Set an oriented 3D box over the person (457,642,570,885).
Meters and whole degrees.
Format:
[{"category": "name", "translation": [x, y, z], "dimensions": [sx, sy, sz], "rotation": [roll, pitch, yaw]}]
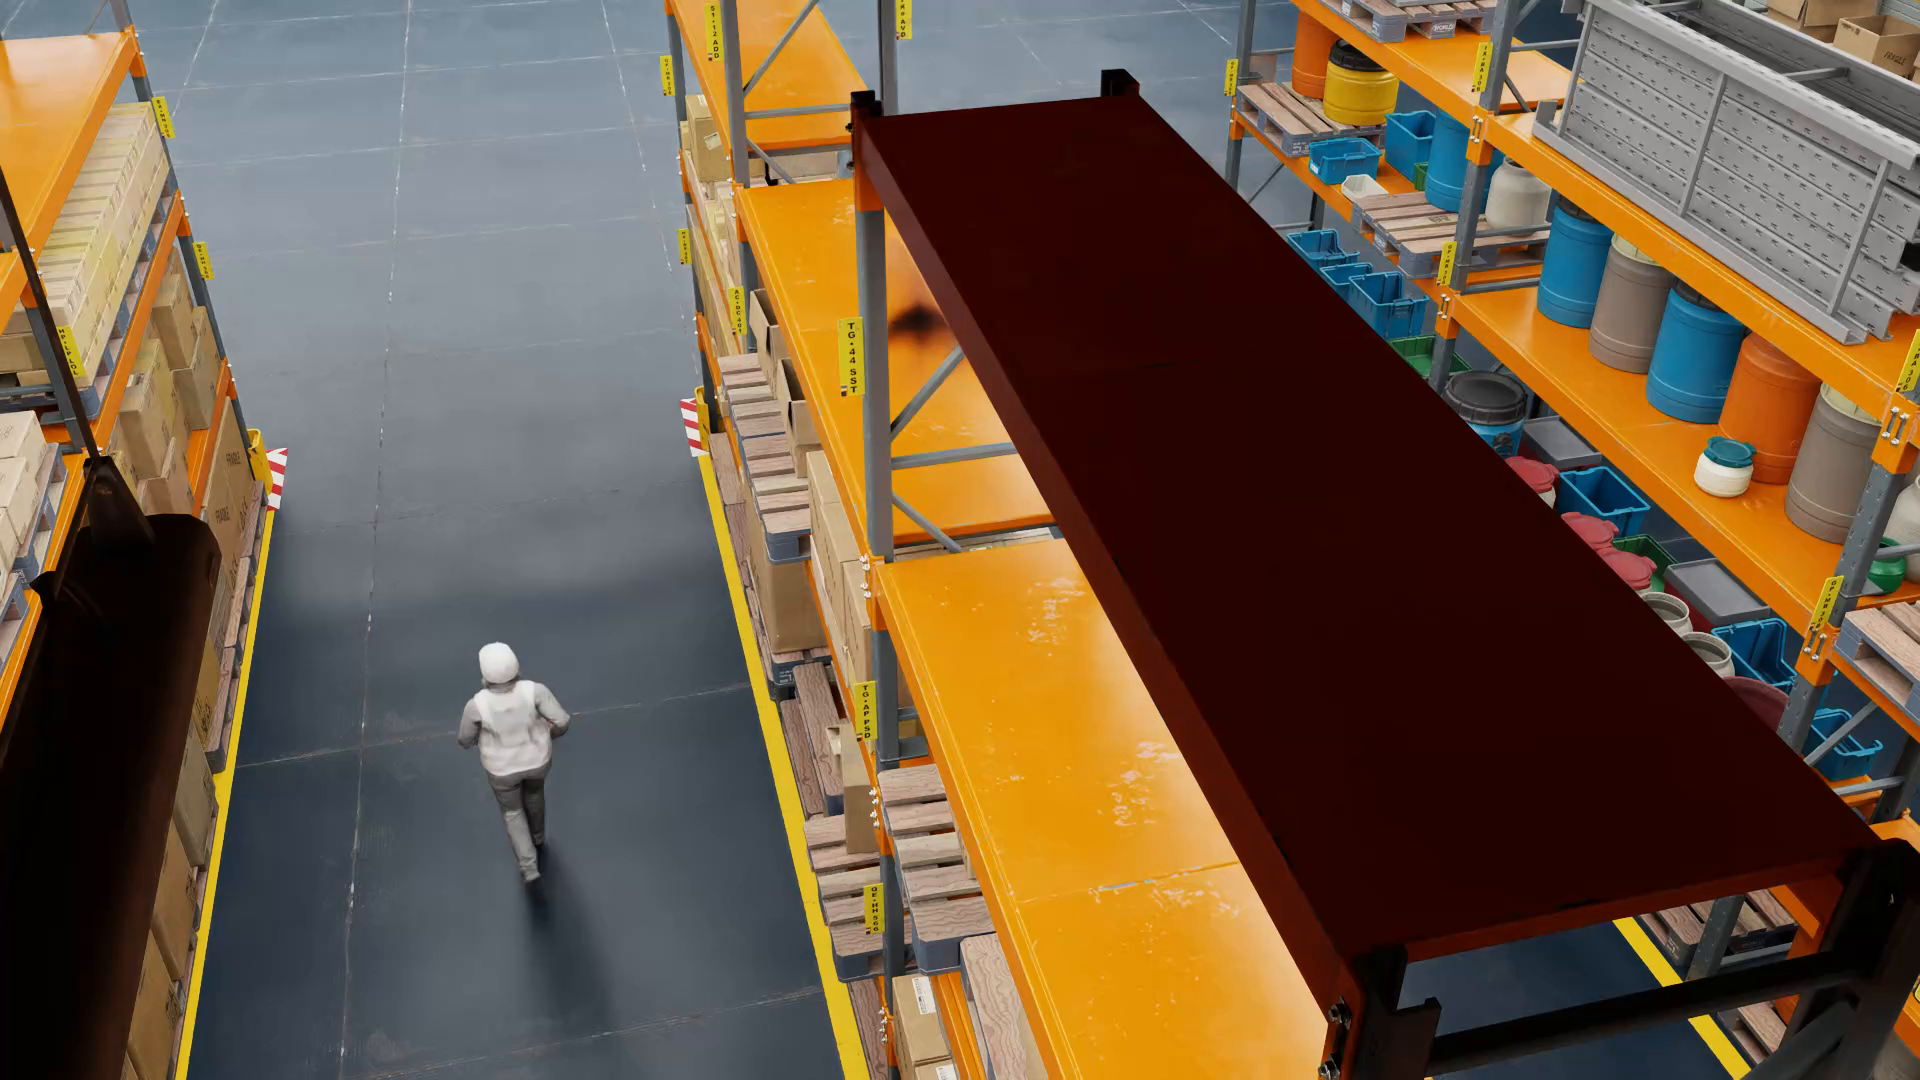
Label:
[{"category": "person", "translation": [-2.784, 1.387, 10.498], "dimensions": [0.678, 1.763, 0.835], "rotation": [-15, 37, -20]}]
